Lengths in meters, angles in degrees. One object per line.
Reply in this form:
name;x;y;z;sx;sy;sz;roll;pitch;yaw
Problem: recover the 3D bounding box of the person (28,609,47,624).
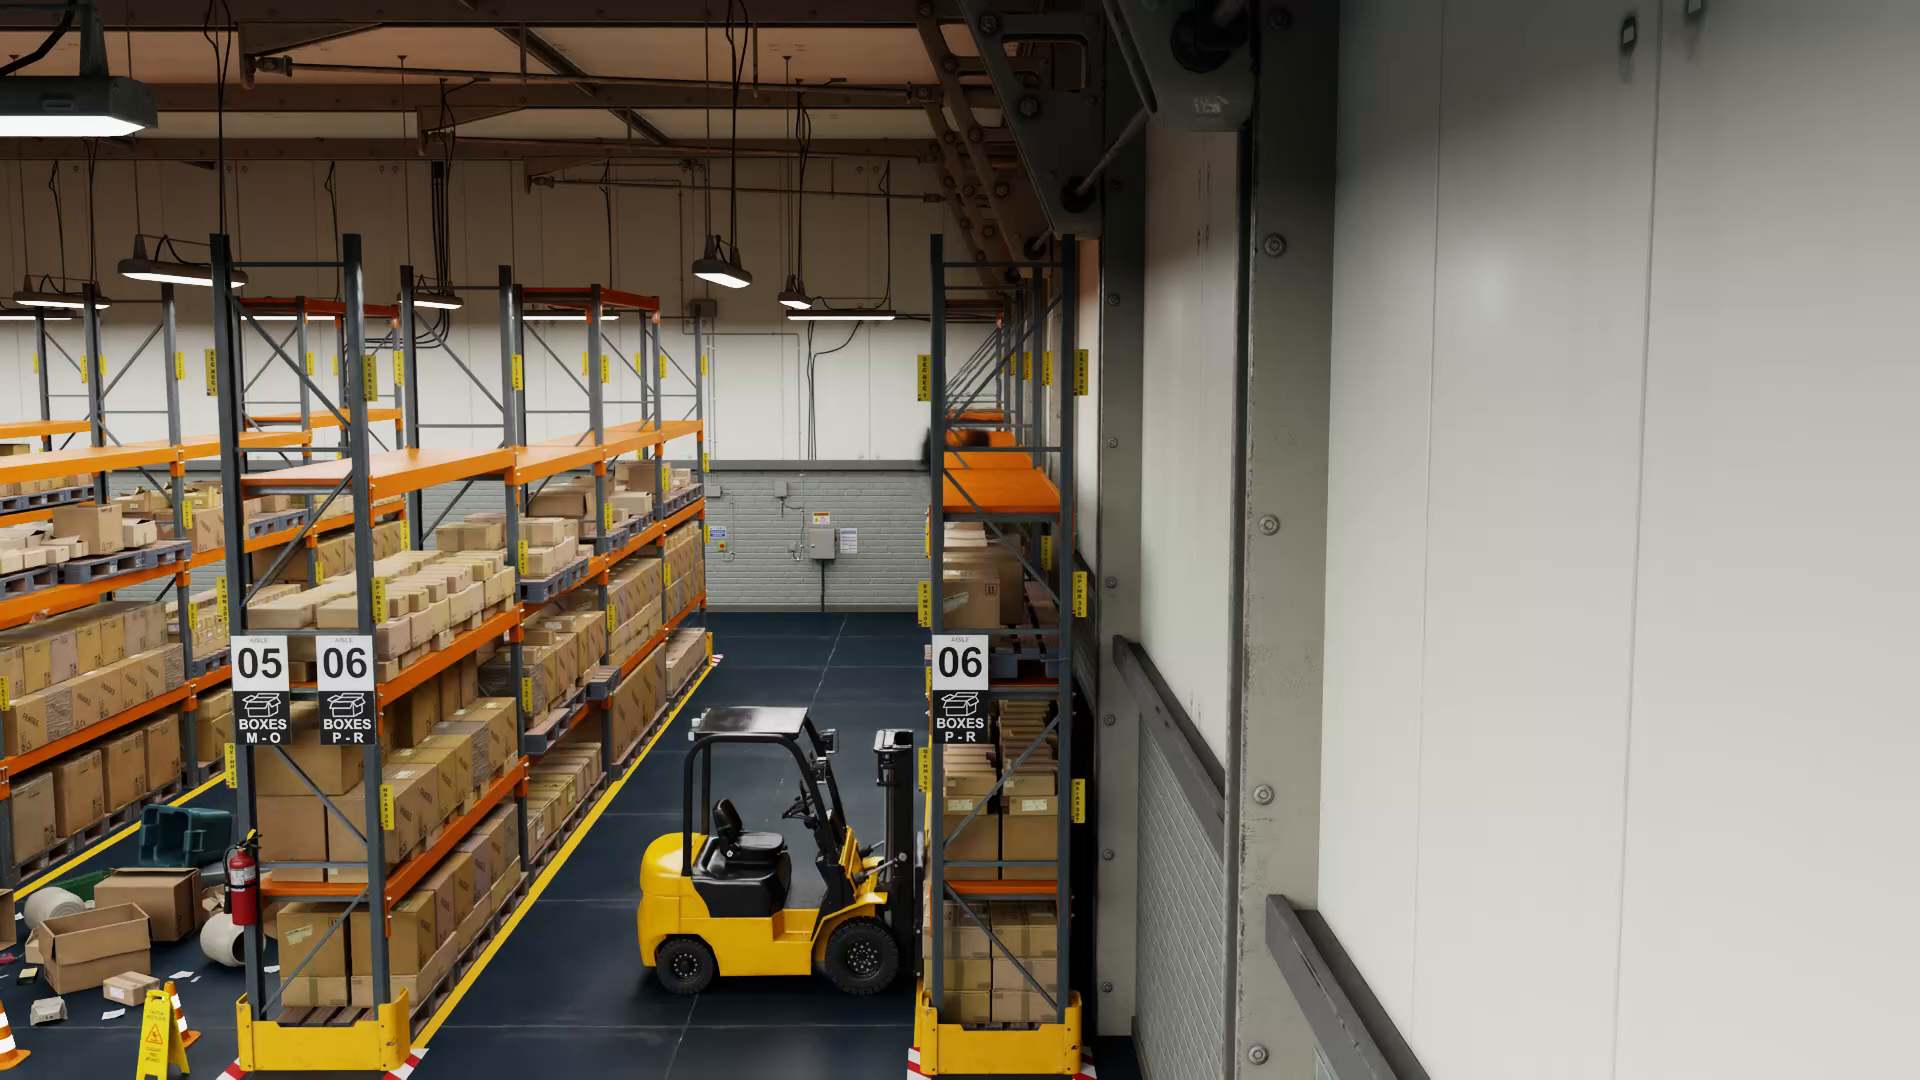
person;-12.839;1.740;23.372;0.638;1.711;0.726;0;6;5
